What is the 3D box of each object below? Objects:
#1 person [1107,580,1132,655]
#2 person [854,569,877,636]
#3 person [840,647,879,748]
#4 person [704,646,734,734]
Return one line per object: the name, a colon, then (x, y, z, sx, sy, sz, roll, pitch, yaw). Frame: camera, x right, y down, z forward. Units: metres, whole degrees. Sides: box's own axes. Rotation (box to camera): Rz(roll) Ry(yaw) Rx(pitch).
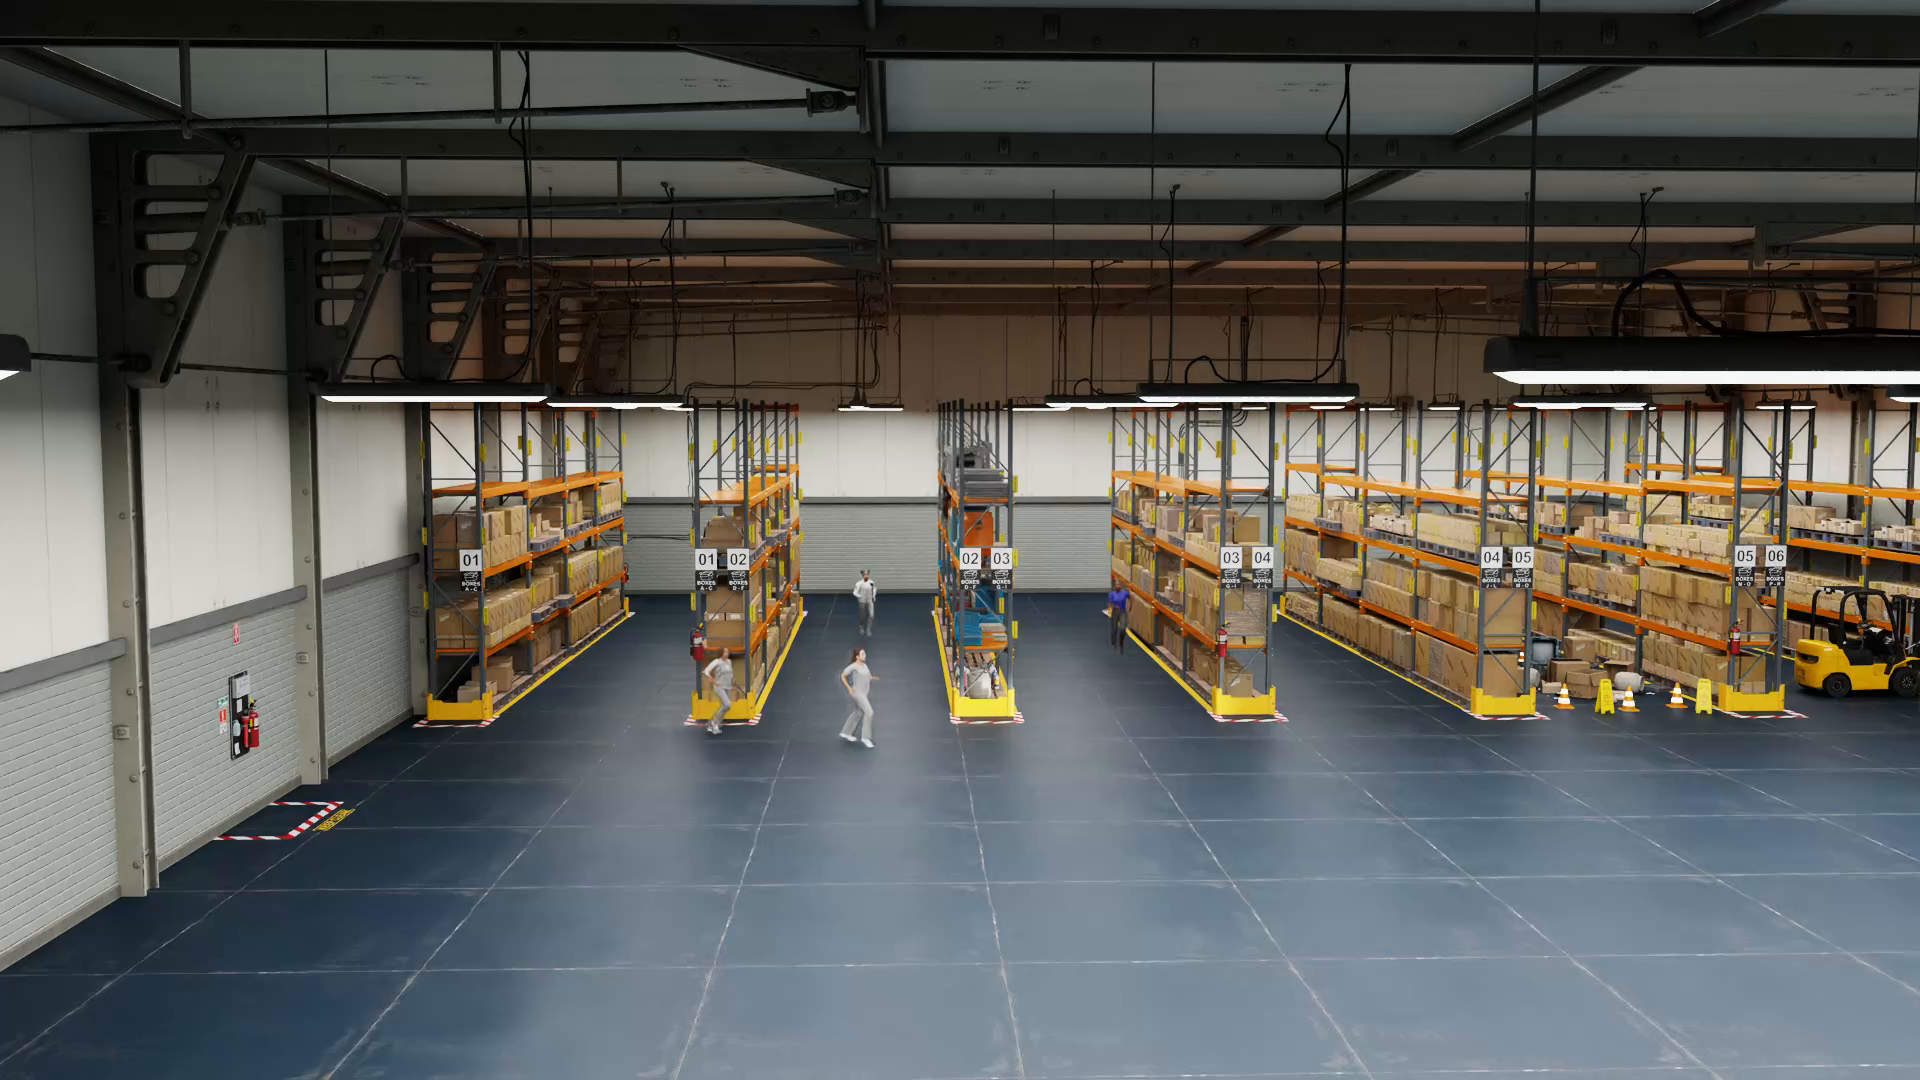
person: (3.629, 1.764, 37.800, 0.583, 1.688, 0.817, 0, 4, 3)
person: (-2.328, 1.543, 41.141, 0.617, 1.665, 0.842, -1, 4, -15)
person: (-1.745, 2.710, 28.670, 0.764, 1.728, 0.536, 2, 5, 21)
person: (-4.245, 2.674, 29.710, 0.549, 1.567, 0.567, 3, 5, 34)
